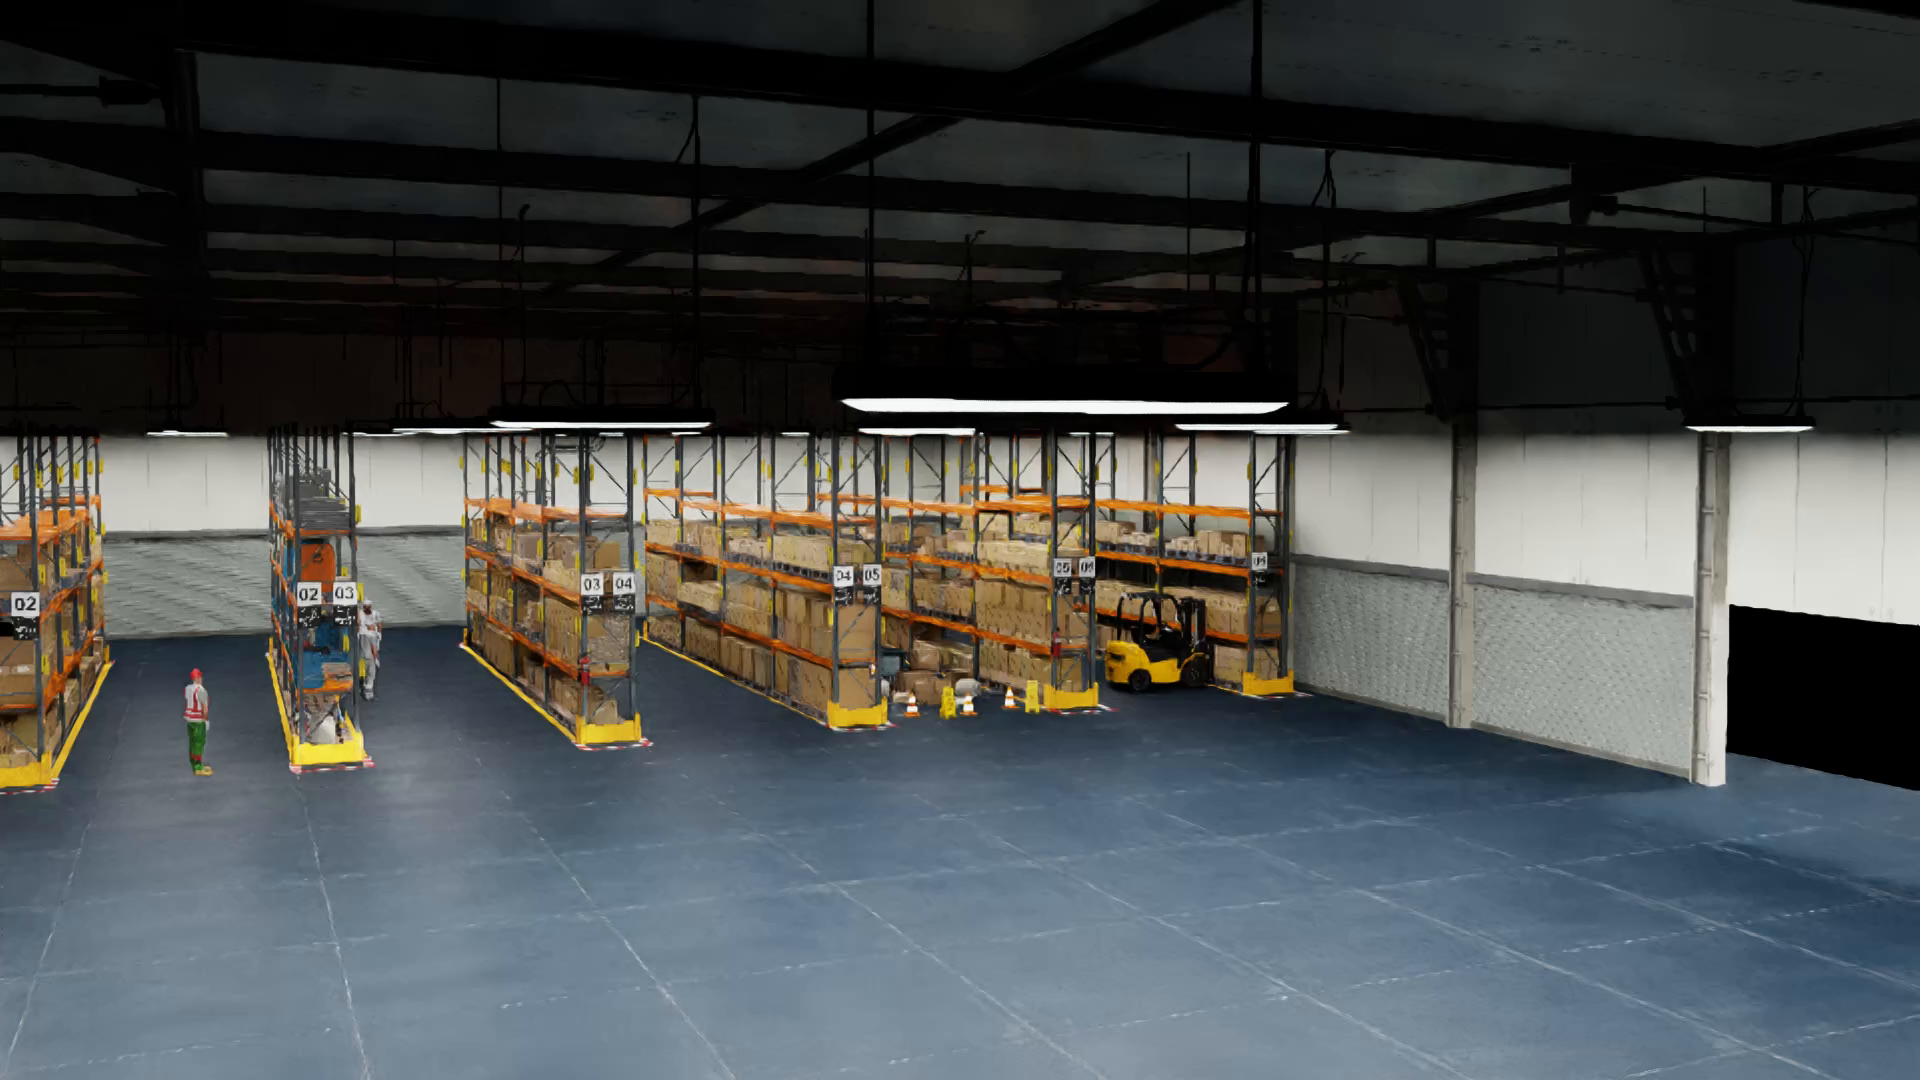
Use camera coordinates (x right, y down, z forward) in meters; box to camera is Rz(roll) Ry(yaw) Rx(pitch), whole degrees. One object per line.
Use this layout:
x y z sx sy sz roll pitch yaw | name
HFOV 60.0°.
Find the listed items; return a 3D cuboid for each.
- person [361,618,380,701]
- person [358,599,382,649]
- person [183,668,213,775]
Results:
-12.860 2.561 36.322 0.393 1.725 0.669 -3 5 -41 | person
-14.708 2.329 41.391 0.579 1.732 1.042 -2 4 -25 | person
-12.968 3.077 28.367 0.606 1.792 0.442 2 4 34 | person
